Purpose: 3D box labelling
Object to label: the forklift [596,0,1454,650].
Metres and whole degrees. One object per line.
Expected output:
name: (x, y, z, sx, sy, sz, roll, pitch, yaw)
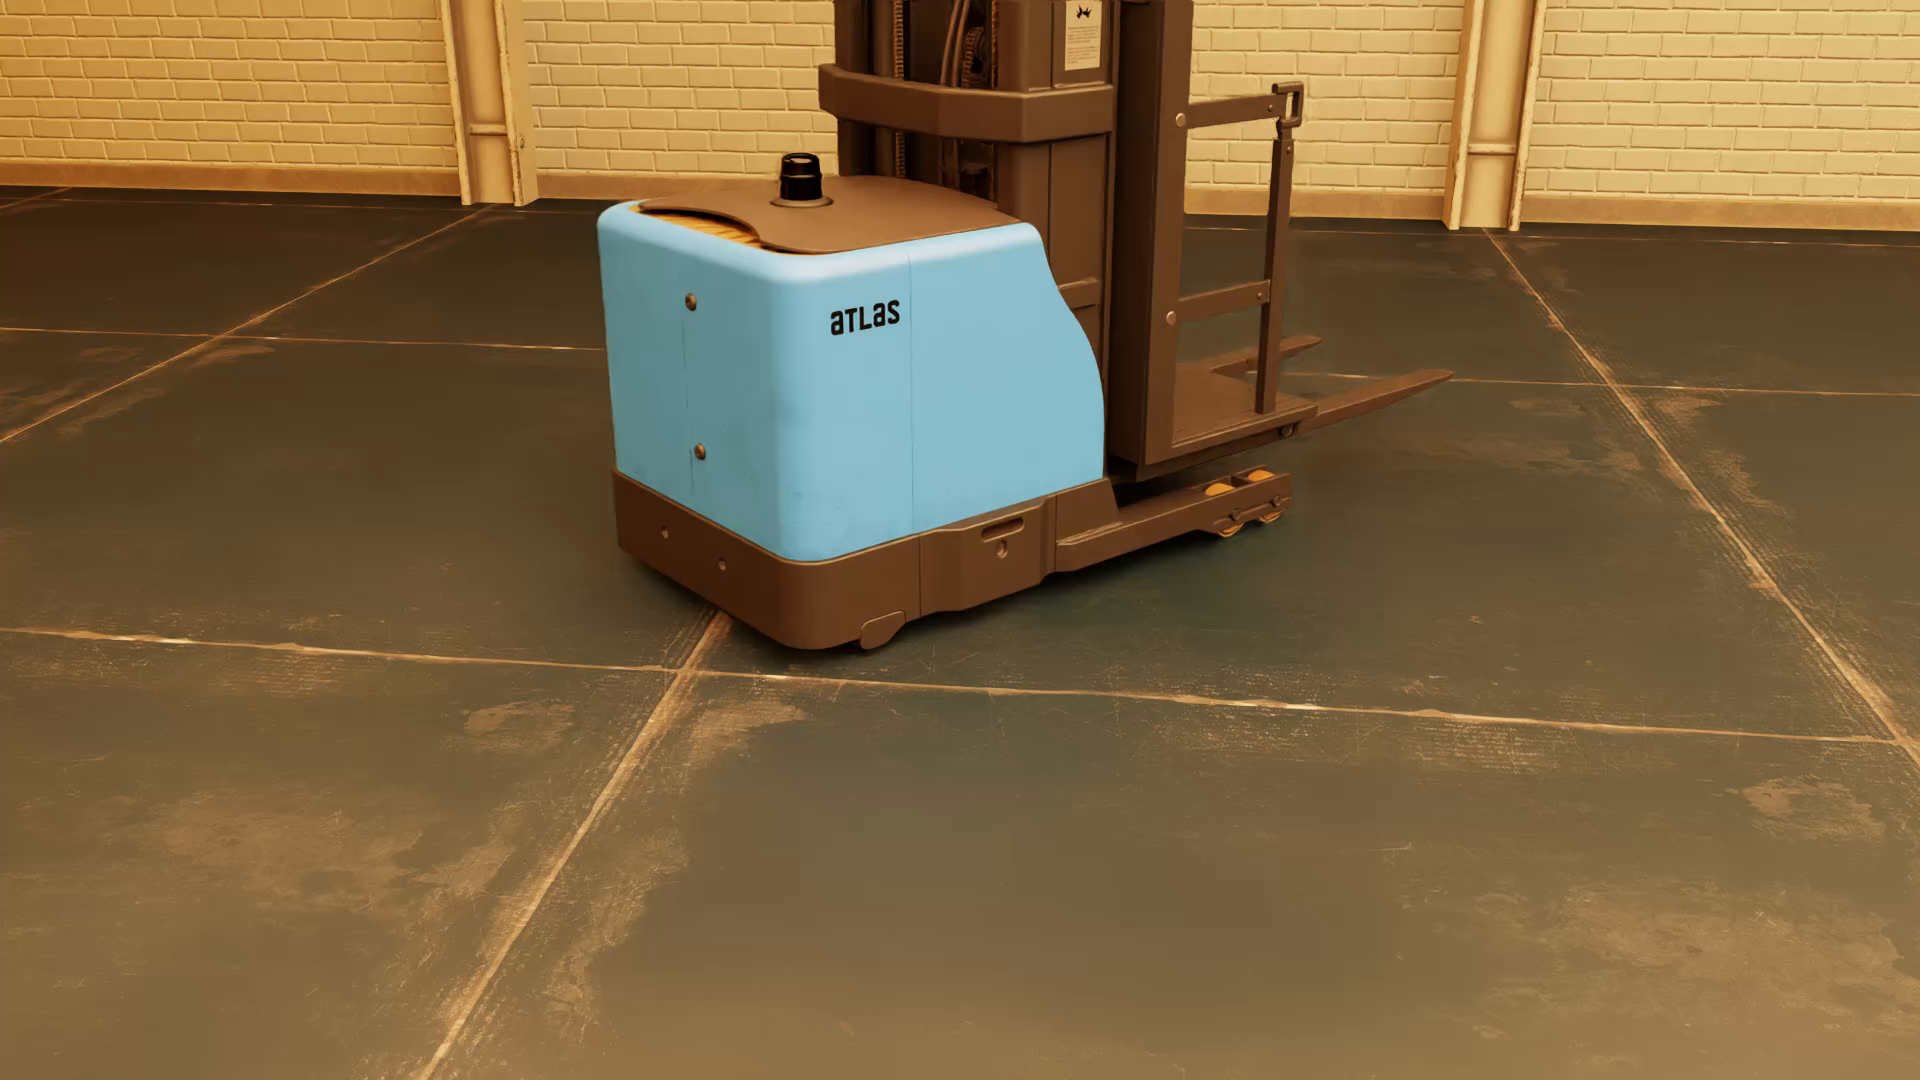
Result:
forklift: (0.435, -1.504, 4.989, 3.031, 2.935, 1.130, -17, 28, -36)
